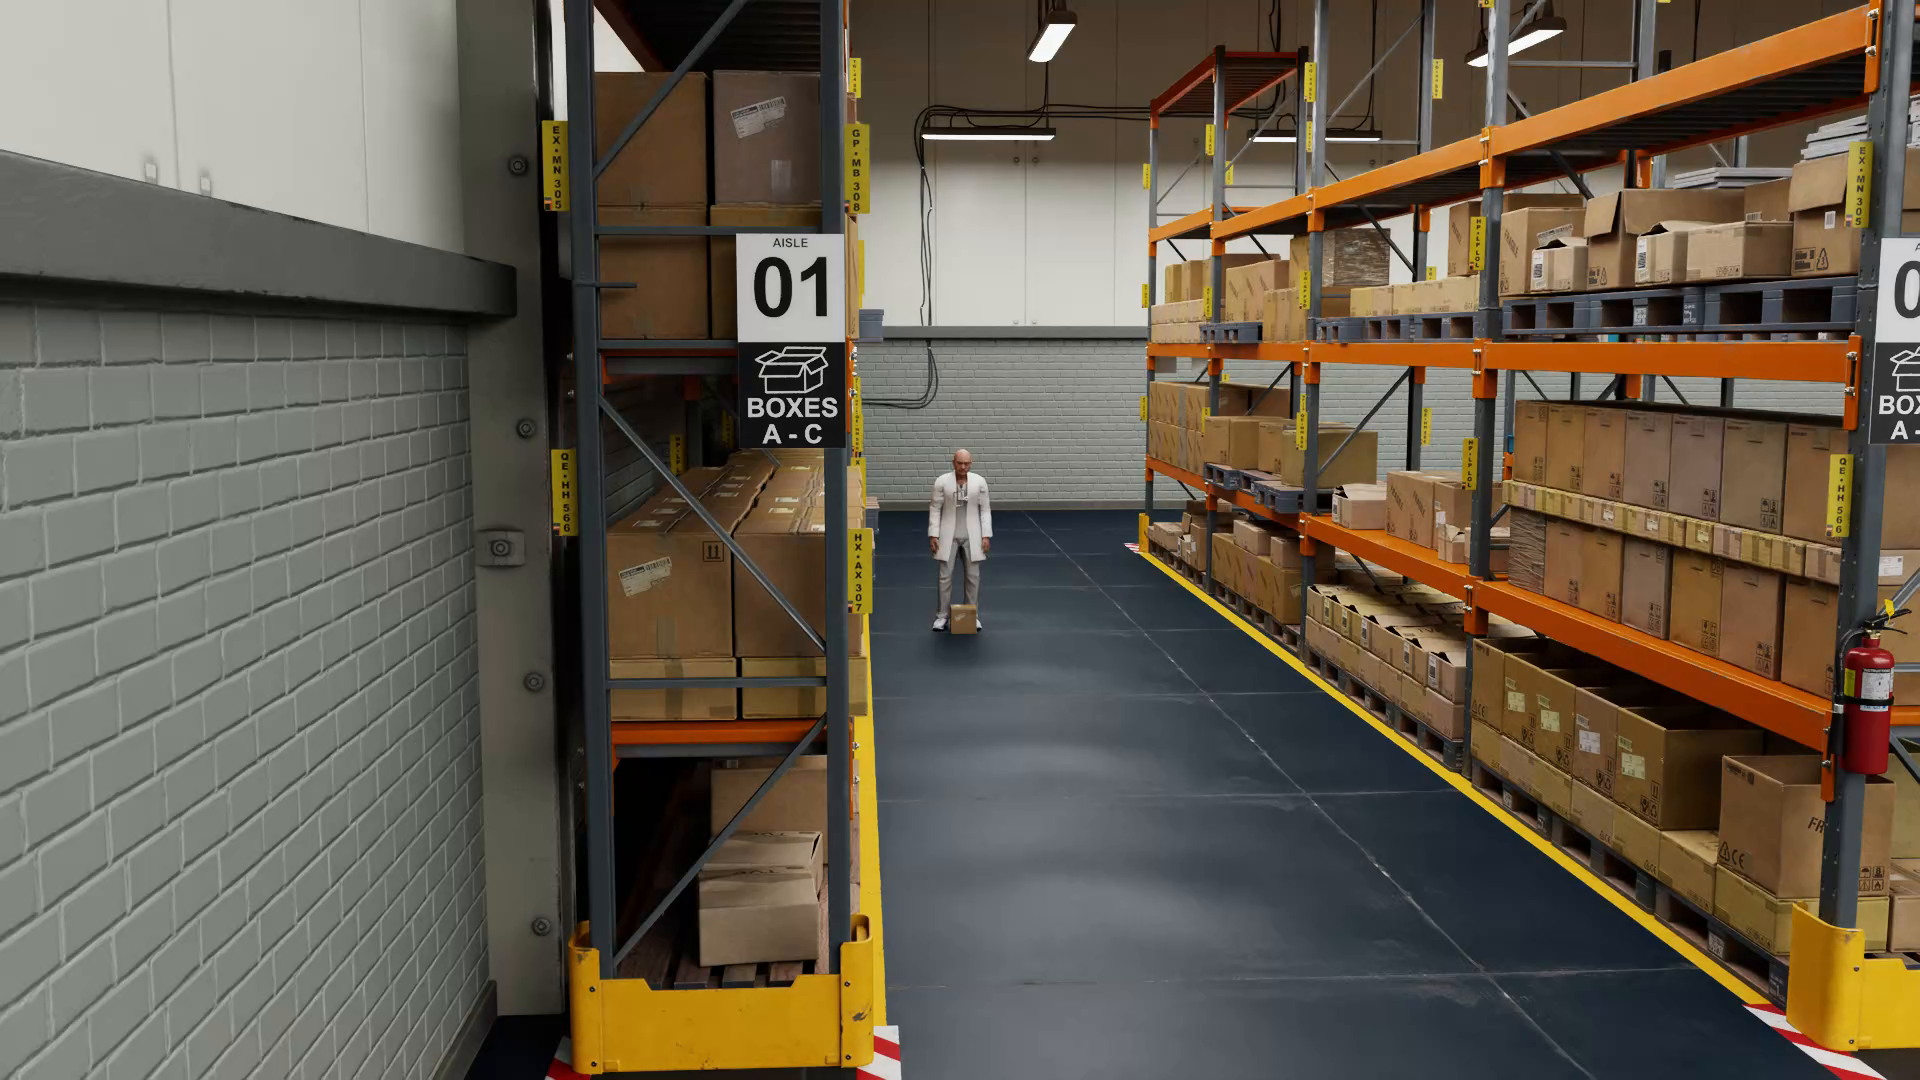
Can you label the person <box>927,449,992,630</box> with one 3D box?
[{"bbox_3d":[0.000,-0.012,16.402,0.643,1.773,0.427,0,7,-3],"label":"person"}]
